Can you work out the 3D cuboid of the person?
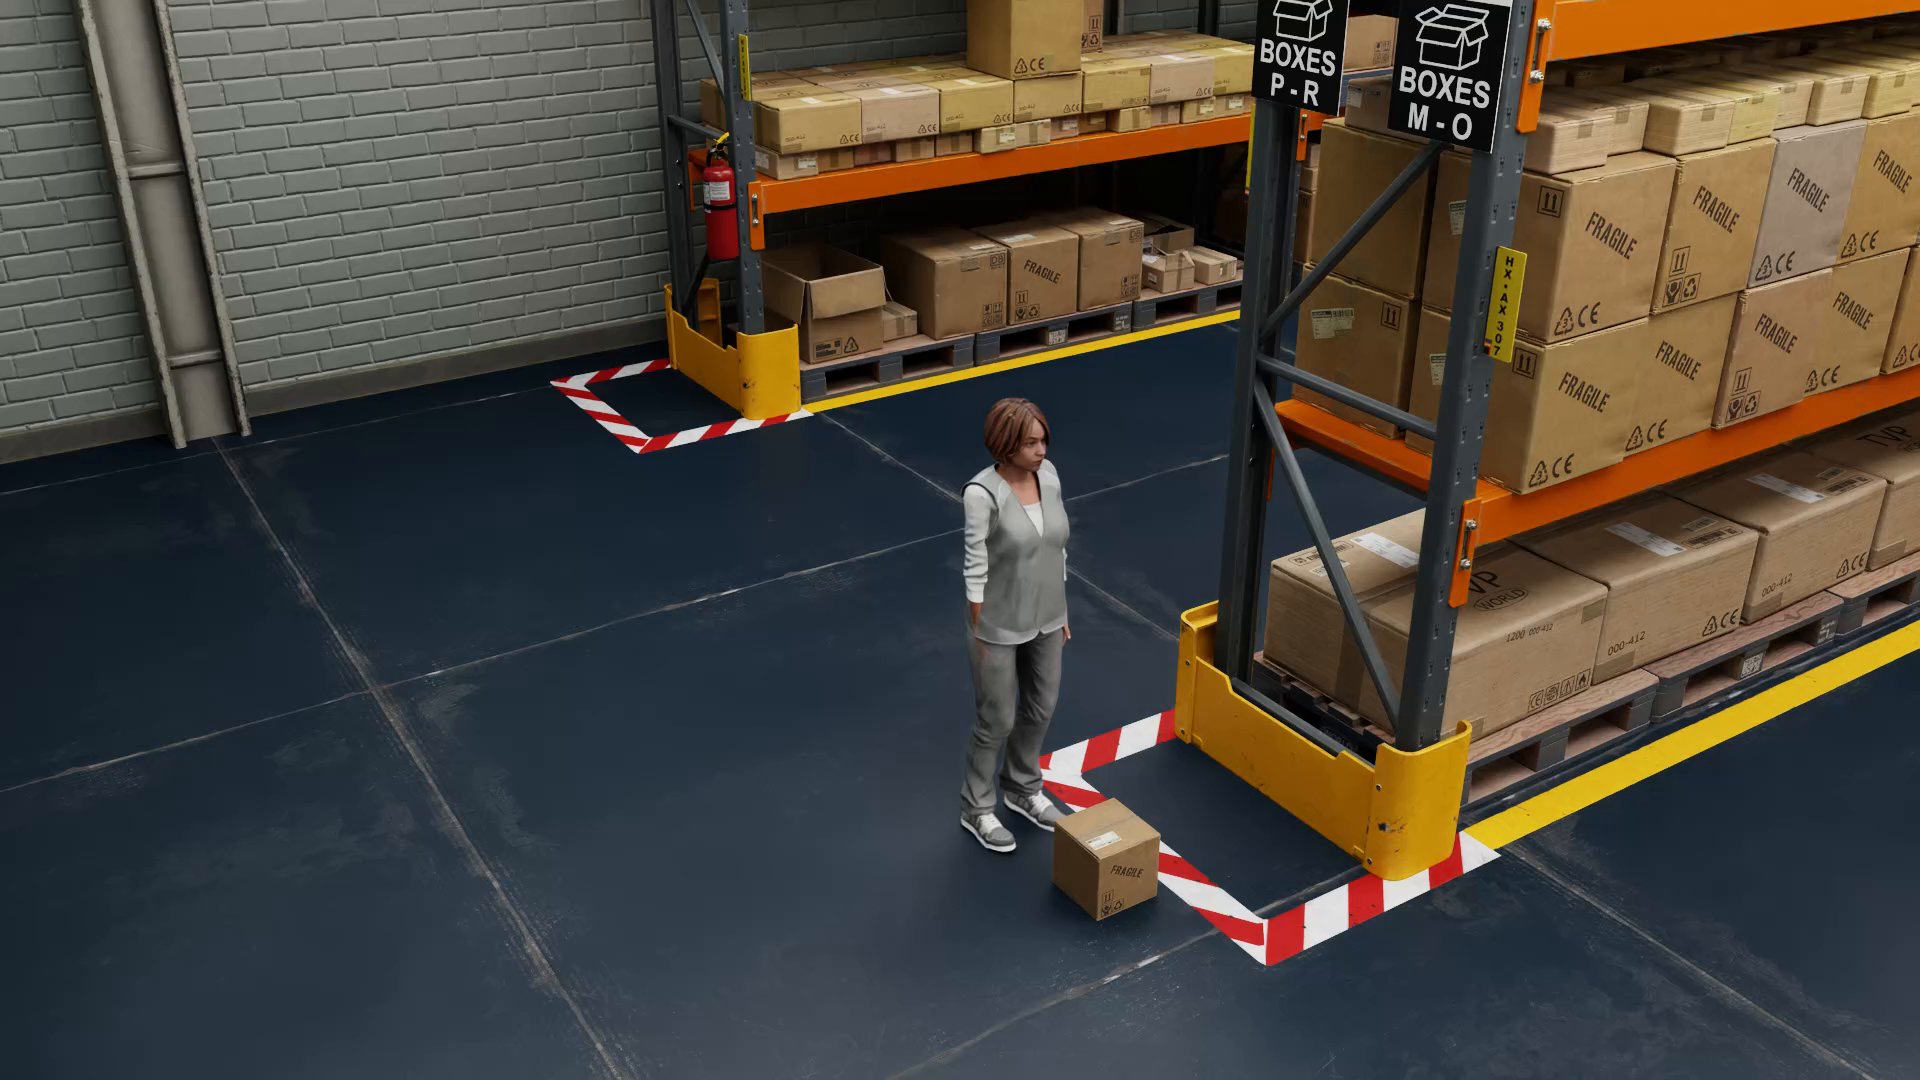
[{"bbox_3d":[0.191,0.285,5.533,0.406,1.604,0.309,-19,31,-34],"label":"person"}]
